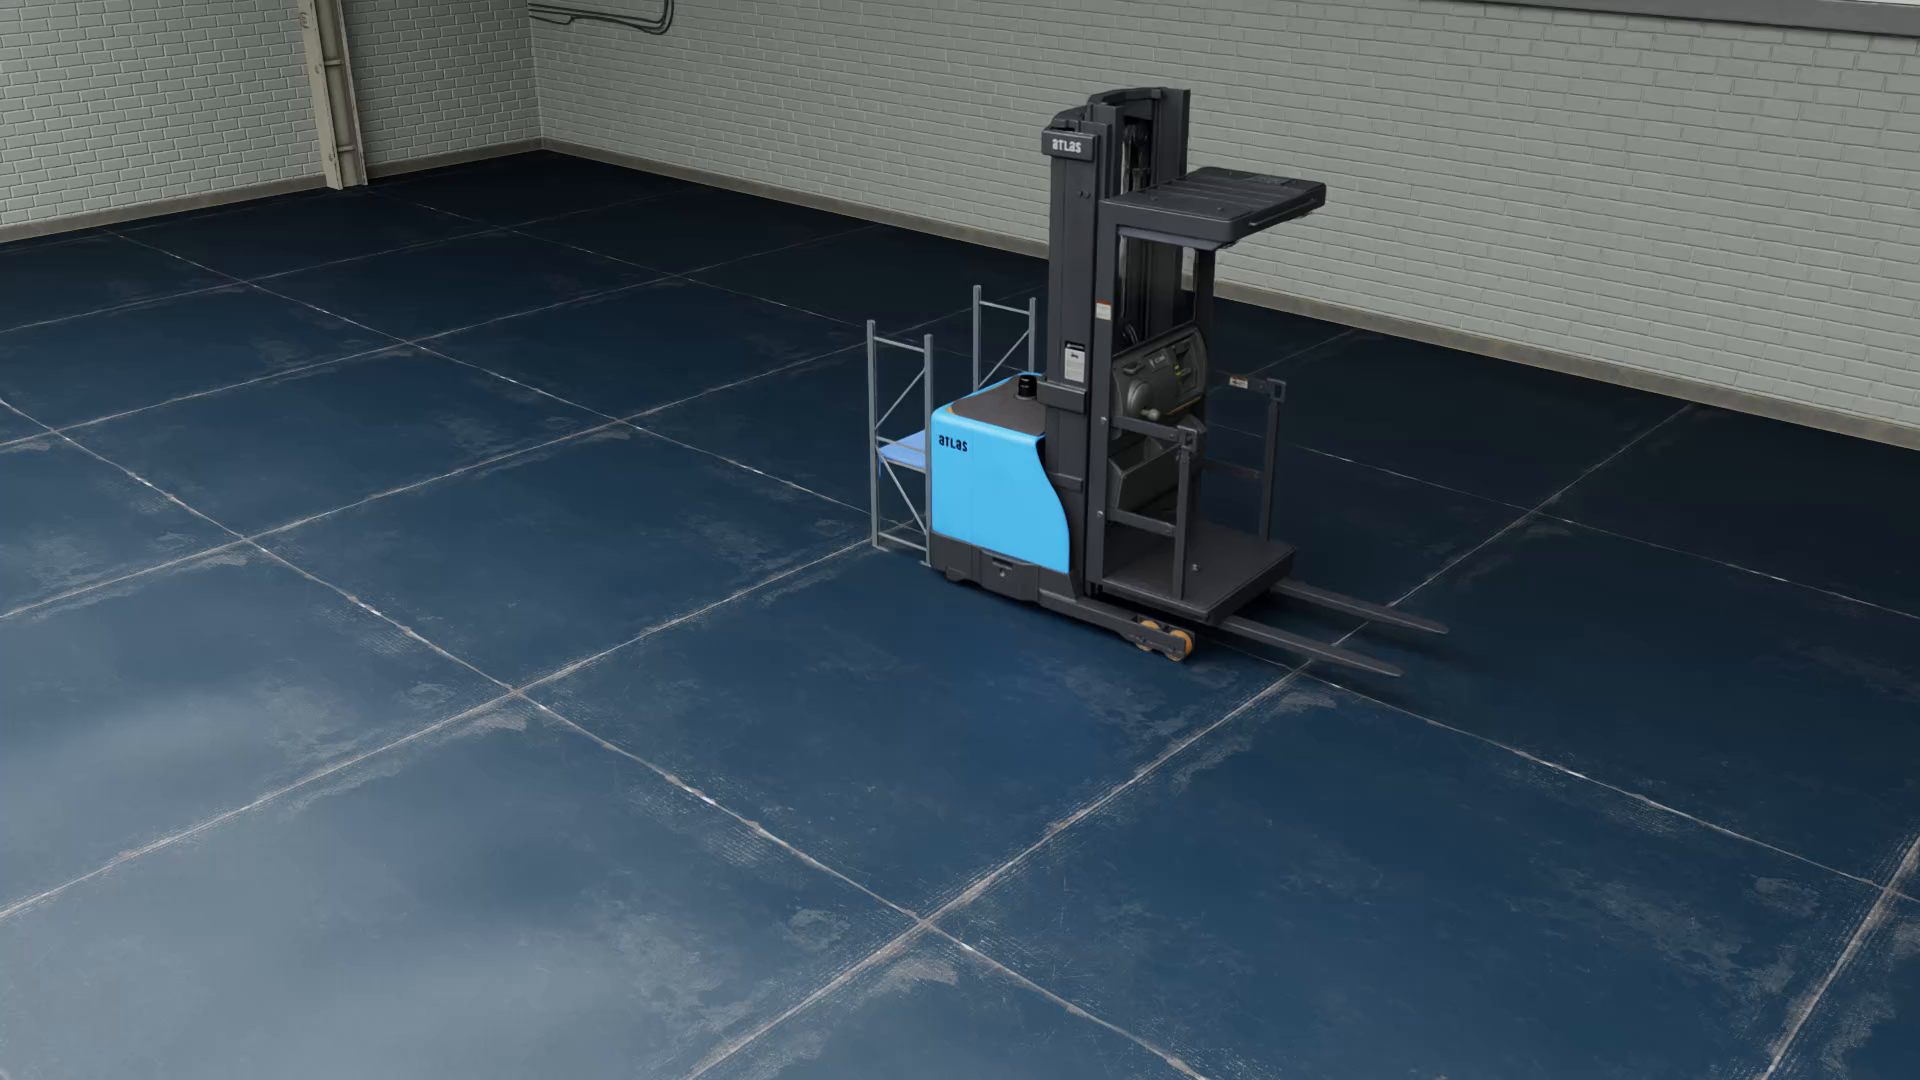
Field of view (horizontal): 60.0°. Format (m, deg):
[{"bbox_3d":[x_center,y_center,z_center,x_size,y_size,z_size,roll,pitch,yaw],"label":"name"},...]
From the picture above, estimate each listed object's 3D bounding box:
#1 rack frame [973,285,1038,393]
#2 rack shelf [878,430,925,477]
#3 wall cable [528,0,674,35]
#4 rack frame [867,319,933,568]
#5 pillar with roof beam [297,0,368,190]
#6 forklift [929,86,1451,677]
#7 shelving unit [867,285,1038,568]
[{"bbox_3d":[0.289,-0.901,10.925,0.500,1.500,0.032,19,30,36],"label":"rack frame"},{"bbox_3d":[-0.036,-0.576,10.642,0.538,0.185,1.000,19,30,36],"label":"rack shelf"},{"bbox_3d":[-4.607,-7.602,20.501,3.097,2.526,0.112,20,31,38],"label":"wall cable"},{"bbox_3d":[-0.360,-0.580,10.211,0.500,1.500,0.032,19,30,36],"label":"rack frame"},{"bbox_3d":[-4.352,-7.307,16.048,9.100,9.000,0.400,20,31,38],"label":"pillar with roof beam"},{"bbox_3d":[1.289,-0.912,9.203,3.031,2.935,1.130,17,29,34],"label":"forklift"},{"bbox_3d":[-0.036,-0.741,10.568,0.538,1.500,1.048,19,30,36],"label":"shelving unit"}]
